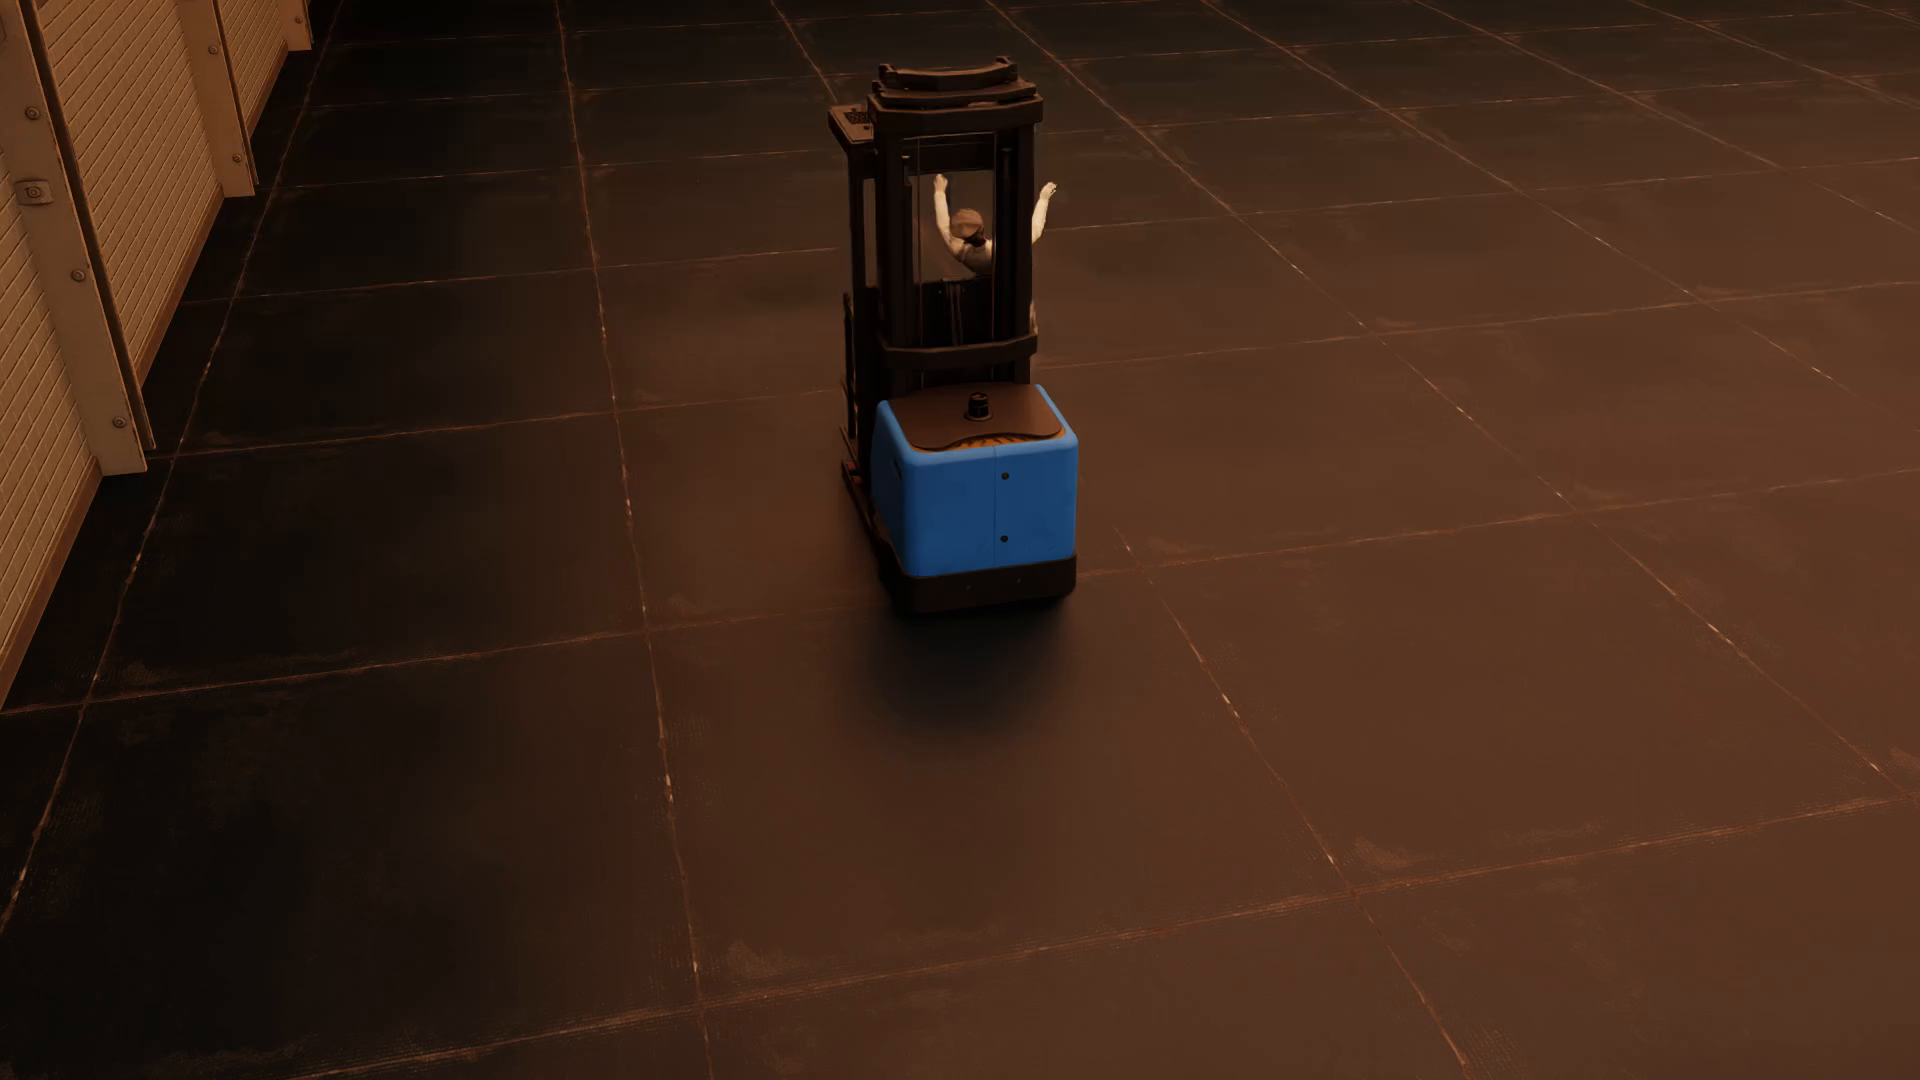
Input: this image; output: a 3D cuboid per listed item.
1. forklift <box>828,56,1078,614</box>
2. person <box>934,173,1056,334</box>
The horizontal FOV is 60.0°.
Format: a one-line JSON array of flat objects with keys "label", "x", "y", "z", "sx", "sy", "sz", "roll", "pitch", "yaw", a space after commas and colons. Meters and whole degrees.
[{"label": "forklift", "x": -0.167, "y": -1.568, "z": 10.284, "sx": 1.130, "sy": 2.935, "sz": 3.031, "roll": -7, "pitch": 31, "yaw": -12}, {"label": "person", "x": 0.167, "y": -1.871, "z": 12.210, "sx": 0.876, "sy": 1.531, "sz": 0.761, "roll": 15, "pitch": 33, "yaw": 24}]
